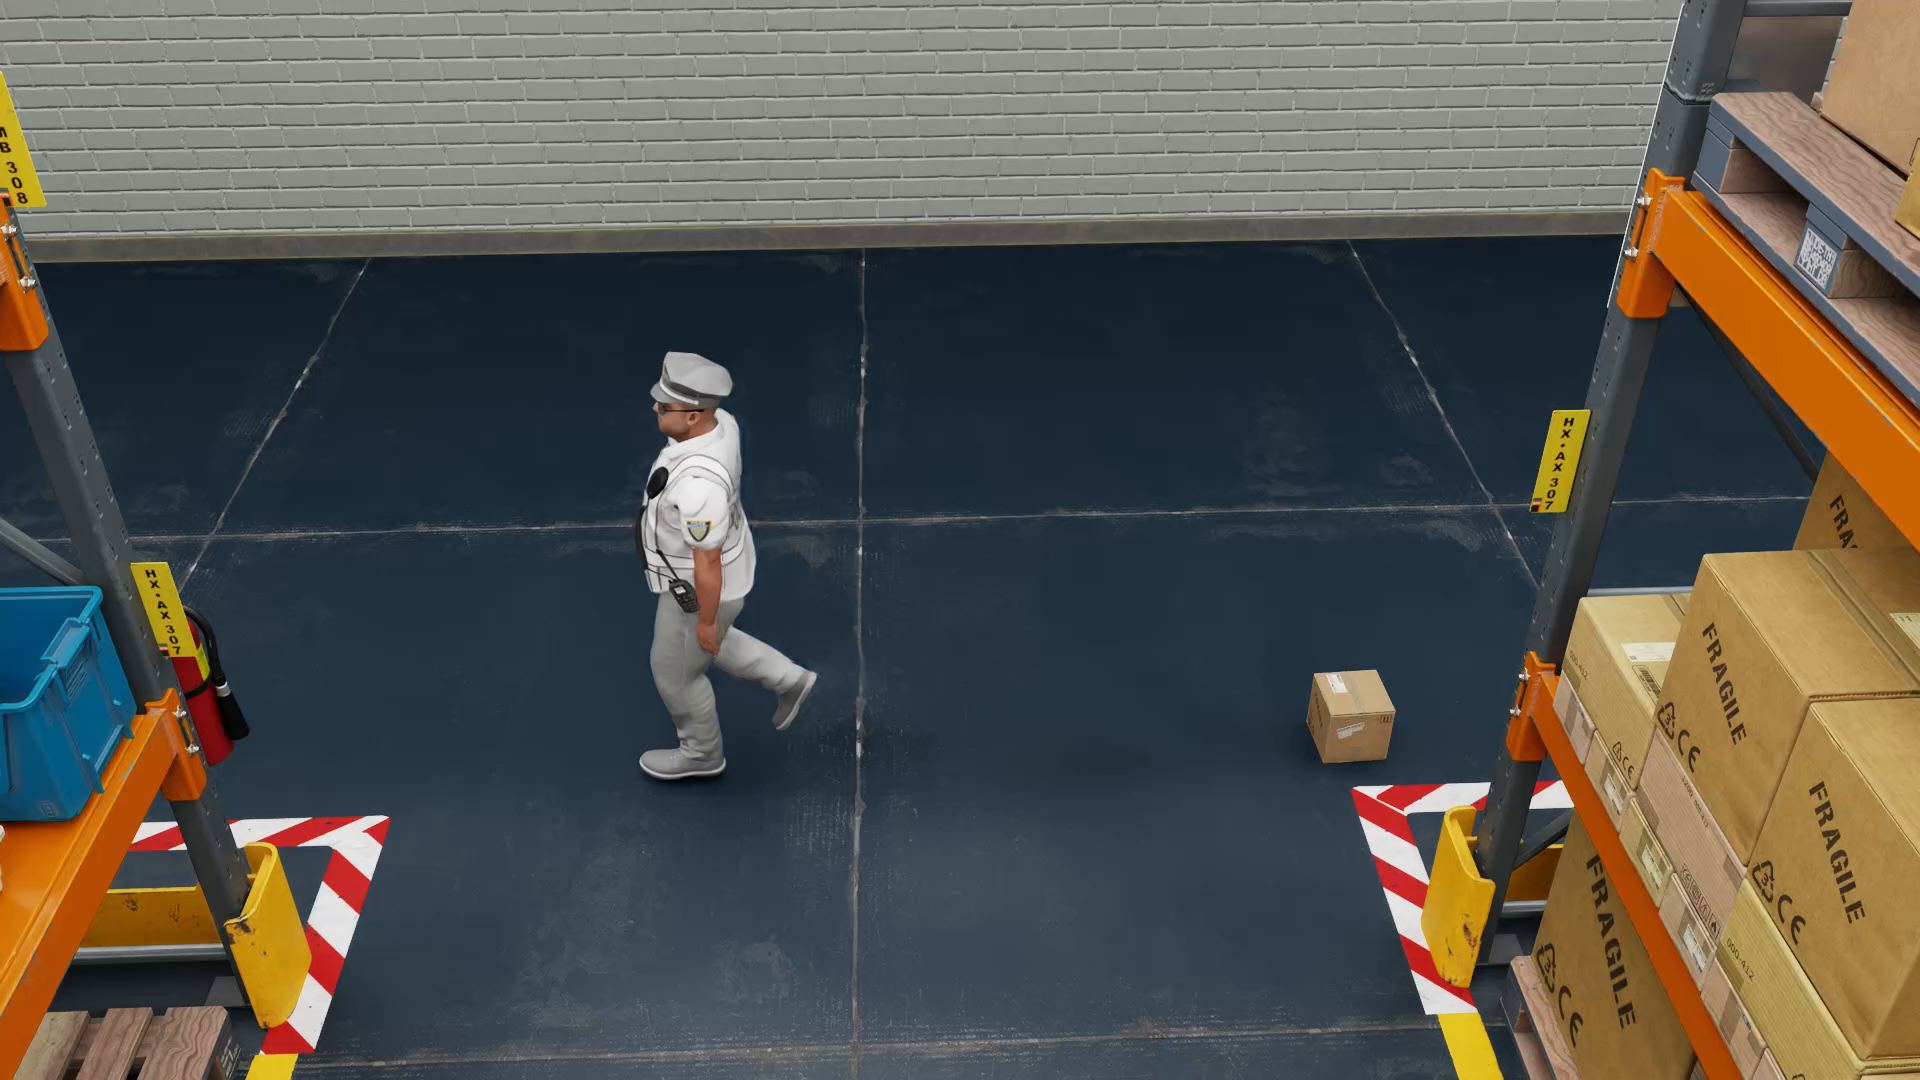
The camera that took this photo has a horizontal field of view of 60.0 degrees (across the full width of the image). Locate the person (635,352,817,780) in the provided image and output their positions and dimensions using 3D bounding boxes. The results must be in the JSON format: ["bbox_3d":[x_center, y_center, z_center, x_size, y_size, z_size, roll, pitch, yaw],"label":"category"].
[{"bbox_3d":[-0.883,0.115,5.913,0.679,1.755,0.545,0,35,0],"label":"person"}]
